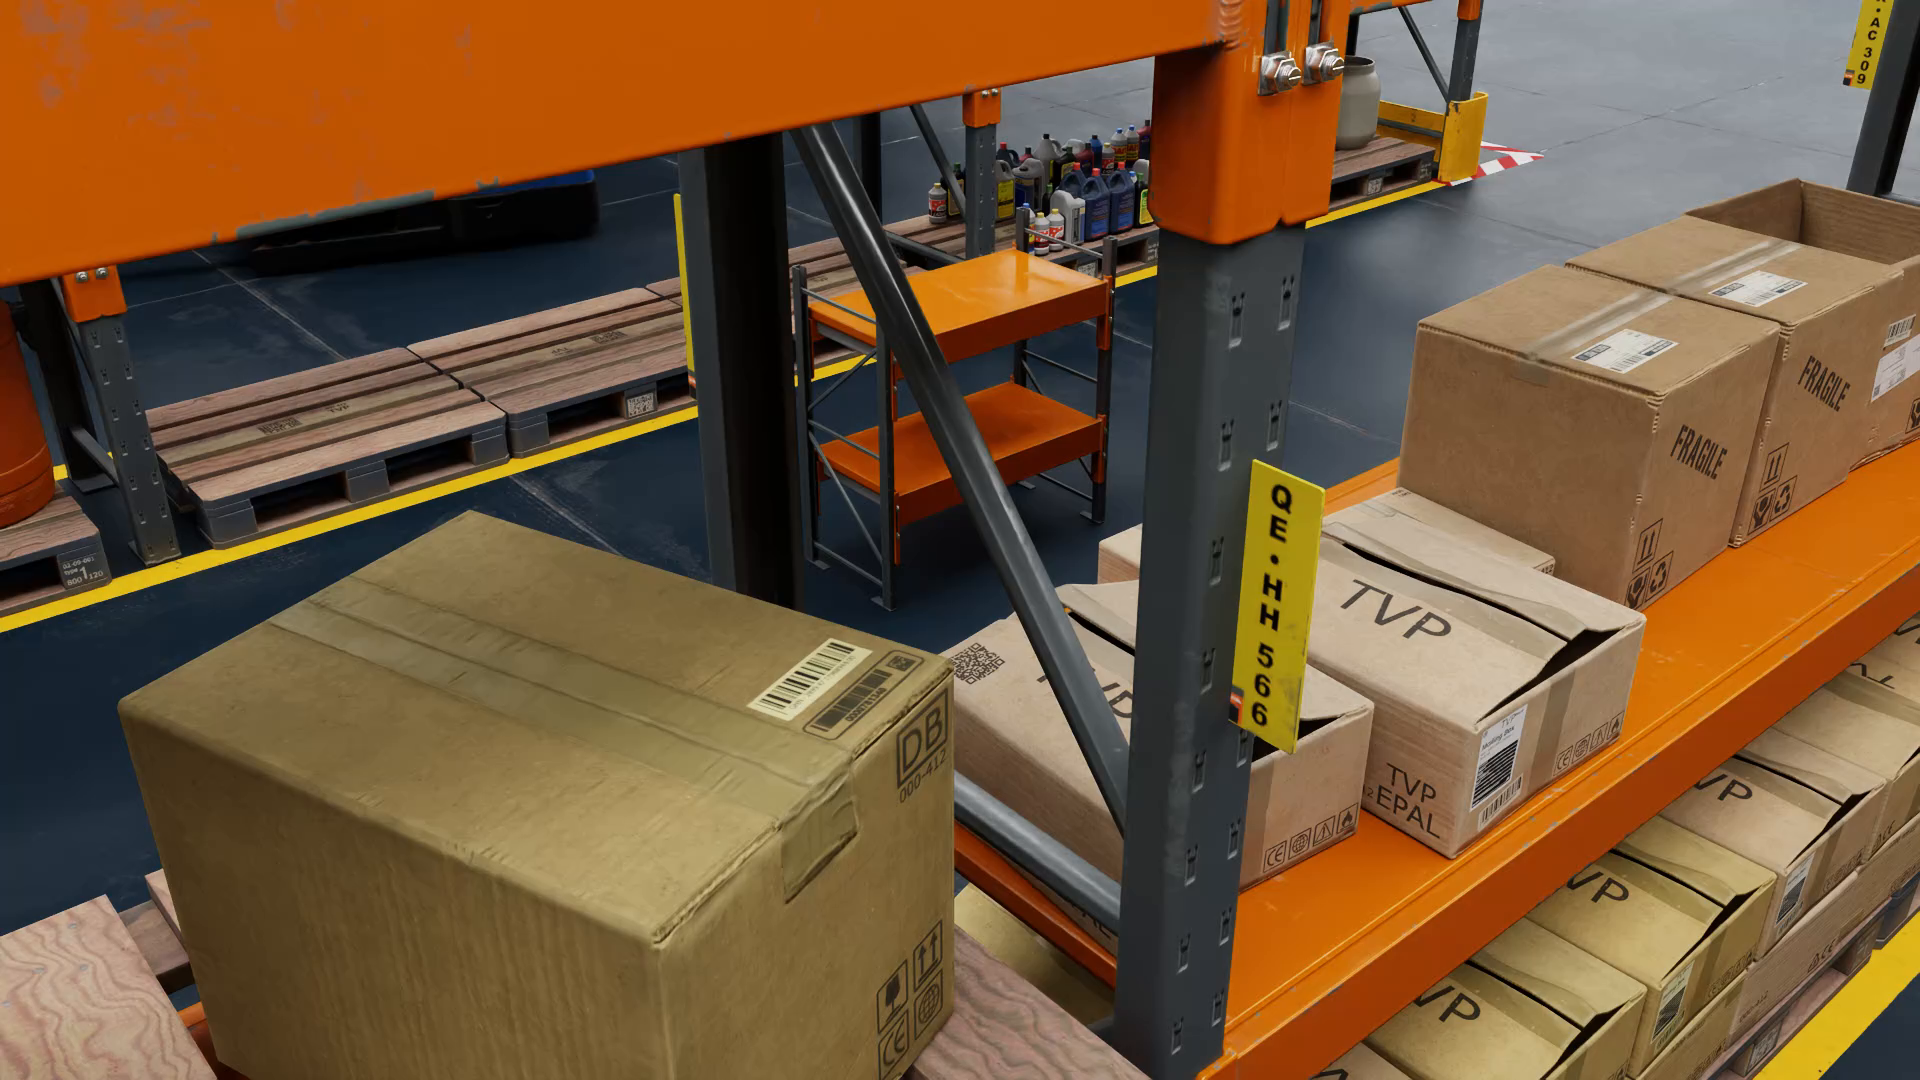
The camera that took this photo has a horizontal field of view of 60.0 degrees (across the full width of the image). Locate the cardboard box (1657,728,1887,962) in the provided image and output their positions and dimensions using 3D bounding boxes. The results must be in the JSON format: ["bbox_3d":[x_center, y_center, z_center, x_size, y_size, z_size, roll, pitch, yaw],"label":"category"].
[{"bbox_3d":[1.738,0.608,3.806,0.500,0.311,0.500,-22,35,-36],"label":"cardboard box"}]

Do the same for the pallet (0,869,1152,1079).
[{"bbox_3d":[-0.495,0.677,2.005,1.003,0.211,1.213,-22,35,-35],"label":"pallet"}]

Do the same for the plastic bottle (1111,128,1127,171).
[{"bbox_3d":[0.930,-2.277,9.757,0.097,0.271,0.097,0,28,0],"label":"plastic bottle"}]

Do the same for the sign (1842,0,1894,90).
[{"bbox_3d":[2.656,-1.480,4.833,0.005,0.325,0.100,-22,35,-35],"label":"sign"}]

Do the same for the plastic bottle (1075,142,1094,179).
[{"bbox_3d":[0.696,-2.106,9.423,0.133,0.283,0.061,-22,35,-35],"label":"plastic bottle"}]

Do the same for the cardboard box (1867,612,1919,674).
[{"bbox_3d":[2.504,0.304,4.375,0.500,0.311,0.500,-21,34,-34],"label":"cardboard box"}]

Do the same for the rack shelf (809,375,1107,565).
[{"bbox_3d":[-0.005,-0.278,6.096,1.000,0.278,0.538,-22,35,-35],"label":"rack shelf"}]

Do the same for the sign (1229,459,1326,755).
[{"bbox_3d":[0.334,0.075,1.782,0.005,0.325,0.100,-22,35,-35],"label":"sign"}]

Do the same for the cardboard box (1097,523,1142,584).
[{"bbox_3d":[0.480,0.096,3.154,0.250,0.149,0.380,-22,35,-35],"label":"cardboard box"}]

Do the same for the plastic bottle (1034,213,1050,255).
[{"bbox_3d":[0.410,-1.573,8.513,0.097,0.201,0.097,0,28,0],"label":"plastic bottle"}]

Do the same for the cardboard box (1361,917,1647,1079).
[{"bbox_3d":[0.958,0.921,3.221,0.500,0.311,0.500,-23,36,-36],"label":"cardboard box"}]

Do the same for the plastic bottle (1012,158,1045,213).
[{"bbox_3d":[0.370,-1.948,9.135,0.135,0.276,0.152,-22,35,-35],"label":"plastic bottle"}]

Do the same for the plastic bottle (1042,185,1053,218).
[{"bbox_3d":[0.491,-1.725,8.710,0.133,0.283,0.061,-22,35,-35],"label":"plastic bottle"}]

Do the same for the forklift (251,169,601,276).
[{"bbox_3d":[-3.628,-2.986,8.728,3.031,2.935,1.130,-11,30,-20],"label":"forklift"}]

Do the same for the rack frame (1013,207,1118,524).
[{"bbox_3d":[0.382,-0.650,6.272,0.032,1.125,0.500,-22,35,-35],"label":"rack frame"}]

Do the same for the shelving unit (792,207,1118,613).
[{"bbox_3d":[-0.005,-0.494,5.981,1.048,1.125,0.538,-22,35,-35],"label":"shelving unit"}]

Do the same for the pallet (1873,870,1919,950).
[{"bbox_3d":[2.483,0.605,4.894,1.213,0.211,1.003,-22,35,-35],"label":"pallet"}]

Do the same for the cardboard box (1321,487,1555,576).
[{"bbox_3d":[0.908,0.060,3.222,0.250,0.149,0.380,-19,34,-31],"label":"cardboard box"}]

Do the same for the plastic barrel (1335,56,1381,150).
[{"bbox_3d":[2.398,-2.724,10.359,0.421,0.512,0.421,0,28,0],"label":"plastic barrel"}]

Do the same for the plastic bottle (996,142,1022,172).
[{"bbox_3d":[0.255,-2.026,9.203,0.185,0.351,0.144,-24,36,-37],"label":"plastic bottle"}]

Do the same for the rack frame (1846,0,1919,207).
[{"bbox_3d":[3.018,-0.864,4.685,0.127,3.000,1.000,-22,35,-35],"label":"rack frame"}]

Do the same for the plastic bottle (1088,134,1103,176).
[{"bbox_3d":[0.776,-2.216,9.641,0.097,0.271,0.097,0,28,0],"label":"plastic bottle"}]

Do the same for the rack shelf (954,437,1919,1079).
[{"bbox_3d":[1.496,0.065,3.709,4.000,0.370,1.077,-22,35,-35],"label":"rack shelf"}]

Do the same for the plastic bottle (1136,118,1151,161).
[{"bbox_3d":[1.083,-2.356,9.890,0.133,0.283,0.061,-21,35,-34],"label":"plastic bottle"}]

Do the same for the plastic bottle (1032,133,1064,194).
[{"bbox_3d":[0.500,-2.125,9.388,0.185,0.351,0.144,-22,35,-35],"label":"plastic bottle"}]

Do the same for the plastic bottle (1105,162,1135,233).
[{"bbox_3d":[0.833,-1.823,8.823,0.185,0.351,0.144,-24,36,-37],"label":"plastic bottle"}]

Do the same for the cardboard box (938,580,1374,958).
[{"bbox_3d":[0.280,0.303,2.595,0.500,0.311,0.500,-19,34,-32],"label":"cardboard box"}]

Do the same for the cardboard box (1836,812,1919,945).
[{"bbox_3d":[2.116,0.705,4.220,0.500,0.250,0.500,-21,35,-34],"label":"cardboard box"}]

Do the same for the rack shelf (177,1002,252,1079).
[{"bbox_3d":[-1.547,1.289,1.420,4.000,0.370,1.077,-22,35,-35],"label":"rack shelf"}]

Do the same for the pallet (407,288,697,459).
[{"bbox_3d":[-1.695,-0.782,7.490,1.213,0.211,1.003,-22,35,-35],"label":"pallet"}]

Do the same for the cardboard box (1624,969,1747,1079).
[{"bbox_3d":[1.337,1.017,3.637,0.500,0.250,0.500,-23,36,-36],"label":"cardboard box"}]

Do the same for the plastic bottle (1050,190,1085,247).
[{"bbox_3d":[0.561,-1.683,8.640,0.135,0.276,0.152,-20,34,-33],"label":"plastic bottle"}]

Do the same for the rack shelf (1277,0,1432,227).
[{"bbox_3d":[1.496,-1.258,3.002,4.000,0.370,1.077,-22,35,-35],"label":"rack shelf"}]

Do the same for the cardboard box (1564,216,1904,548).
[{"bbox_3d":[1.641,-0.365,3.644,0.500,0.500,0.500,-22,35,-35],"label":"cardboard box"}]

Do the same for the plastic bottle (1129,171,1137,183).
[{"bbox_3d":[0.920,-1.847,8.951,0.097,0.271,0.097,0,28,0],"label":"plastic bottle"}]

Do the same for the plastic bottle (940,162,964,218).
[{"bbox_3d":[-0.042,-1.903,9.044,0.133,0.283,0.061,-20,34,-33],"label":"plastic bottle"}]

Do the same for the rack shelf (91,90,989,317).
[{"bbox_3d":[-1.716,-1.712,7.035,4.000,0.370,1.077,-22,35,-35],"label":"rack shelf"}]

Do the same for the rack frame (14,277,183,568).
[{"bbox_3d":[-3.237,-1.418,5.721,0.127,3.000,1.000,-22,35,-35],"label":"rack frame"}]

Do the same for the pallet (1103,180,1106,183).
[{"bbox_3d":[1.272,-1.977,9.726,1.213,0.211,1.003,-22,35,-35],"label":"pallet"}]

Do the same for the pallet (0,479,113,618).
[{"bbox_3d":[-3.810,0.068,5.899,1.213,0.211,1.003,-22,35,-35],"label":"pallet"}]
